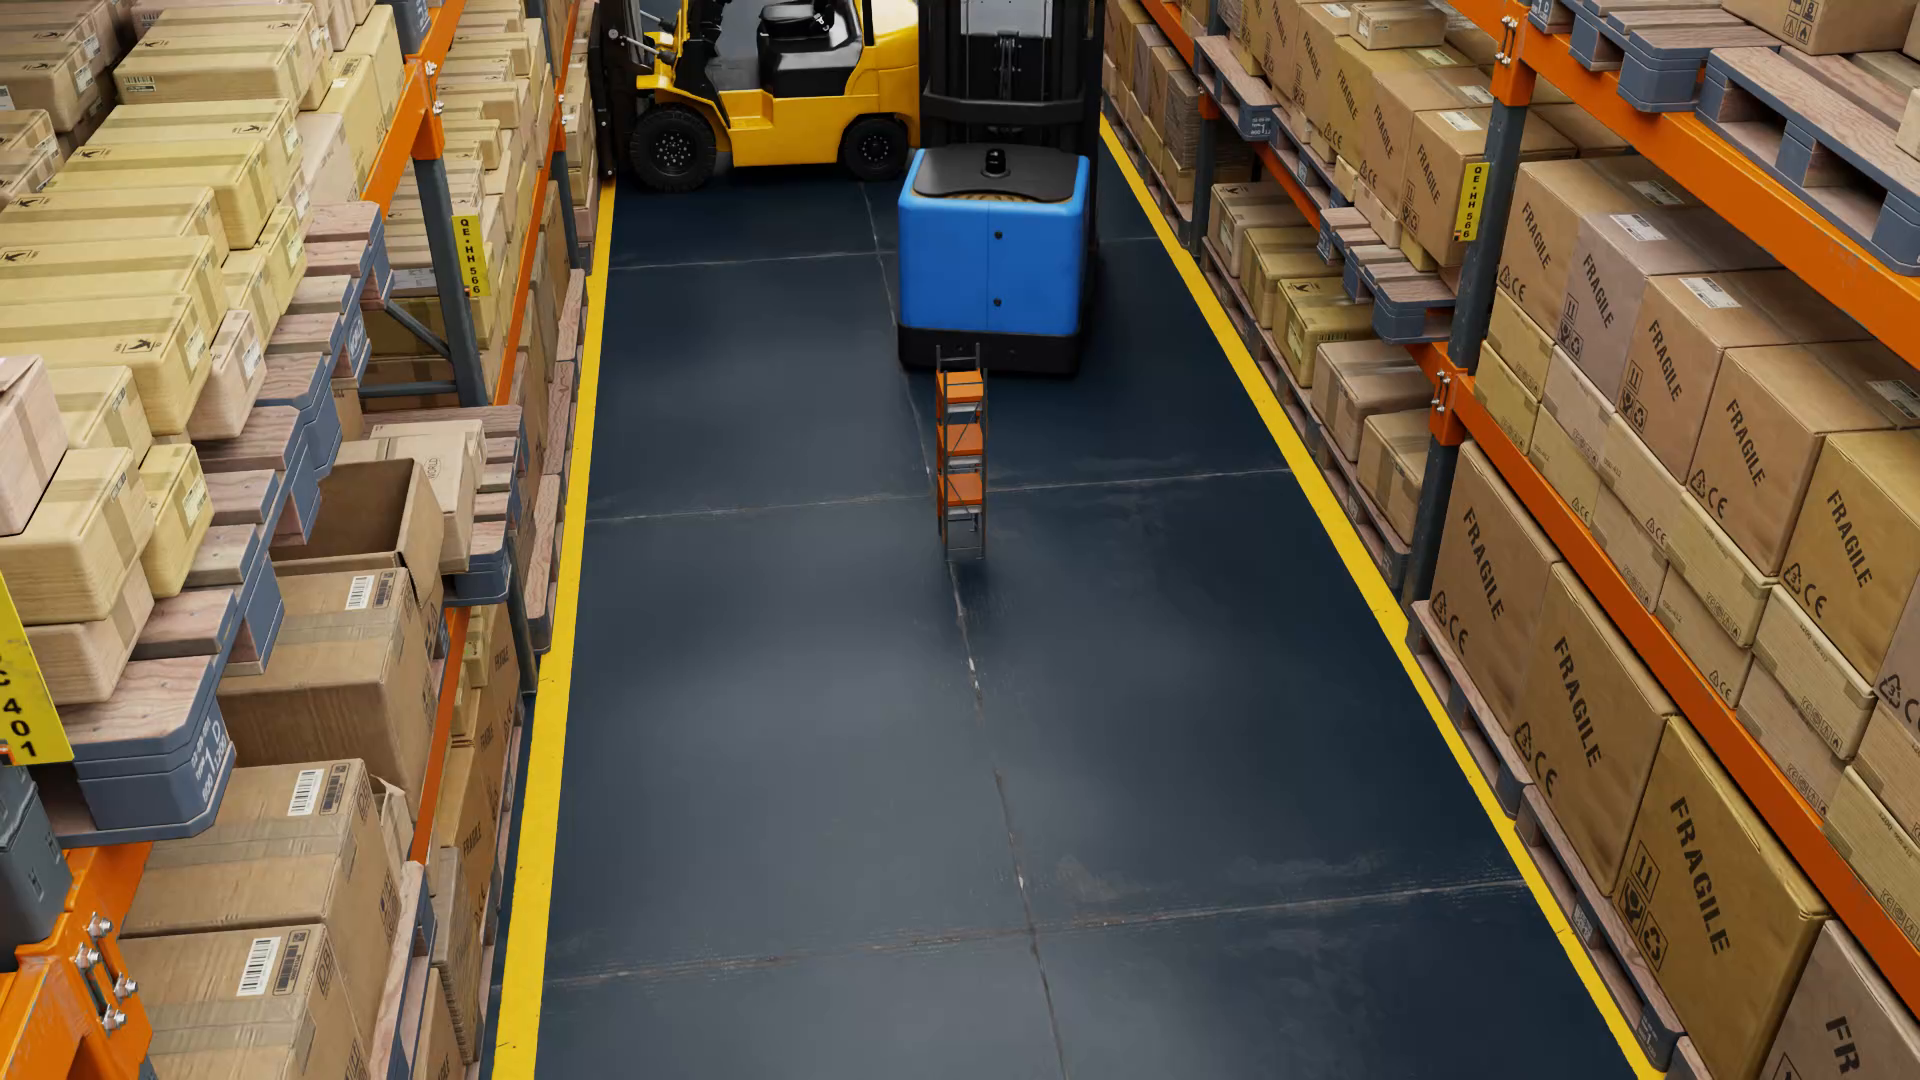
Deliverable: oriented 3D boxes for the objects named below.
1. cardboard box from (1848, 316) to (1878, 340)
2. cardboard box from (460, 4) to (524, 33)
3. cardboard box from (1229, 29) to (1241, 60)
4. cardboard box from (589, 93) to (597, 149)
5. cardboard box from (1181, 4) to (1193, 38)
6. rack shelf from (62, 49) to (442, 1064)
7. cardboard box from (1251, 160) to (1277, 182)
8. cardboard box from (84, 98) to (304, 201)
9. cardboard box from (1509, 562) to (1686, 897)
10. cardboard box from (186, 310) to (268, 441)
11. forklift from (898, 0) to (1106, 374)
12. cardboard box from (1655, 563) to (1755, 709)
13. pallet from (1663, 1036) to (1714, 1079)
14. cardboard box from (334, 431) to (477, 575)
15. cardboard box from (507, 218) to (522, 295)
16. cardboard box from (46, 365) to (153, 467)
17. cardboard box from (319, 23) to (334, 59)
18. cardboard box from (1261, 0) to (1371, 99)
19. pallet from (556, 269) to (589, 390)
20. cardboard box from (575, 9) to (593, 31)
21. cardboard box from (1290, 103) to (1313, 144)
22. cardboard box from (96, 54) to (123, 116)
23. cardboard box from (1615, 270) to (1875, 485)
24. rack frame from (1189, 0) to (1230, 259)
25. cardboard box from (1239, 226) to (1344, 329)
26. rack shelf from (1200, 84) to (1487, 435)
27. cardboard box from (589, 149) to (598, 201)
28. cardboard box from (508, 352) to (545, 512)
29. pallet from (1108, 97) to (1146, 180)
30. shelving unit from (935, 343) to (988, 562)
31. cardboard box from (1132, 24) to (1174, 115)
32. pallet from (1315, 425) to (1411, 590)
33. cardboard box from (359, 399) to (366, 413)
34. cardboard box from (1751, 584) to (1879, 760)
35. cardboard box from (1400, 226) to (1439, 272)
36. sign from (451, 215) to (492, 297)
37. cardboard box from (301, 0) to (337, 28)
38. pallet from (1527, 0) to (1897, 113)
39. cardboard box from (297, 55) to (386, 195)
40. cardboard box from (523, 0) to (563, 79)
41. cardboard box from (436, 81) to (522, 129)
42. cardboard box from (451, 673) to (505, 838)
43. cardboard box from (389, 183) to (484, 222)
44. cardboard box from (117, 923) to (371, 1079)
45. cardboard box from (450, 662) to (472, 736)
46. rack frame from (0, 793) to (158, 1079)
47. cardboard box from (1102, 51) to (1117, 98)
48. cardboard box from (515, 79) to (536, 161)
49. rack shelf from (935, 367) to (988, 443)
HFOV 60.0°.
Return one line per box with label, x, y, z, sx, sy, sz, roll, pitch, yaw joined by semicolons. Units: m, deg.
cardboard box;3.032;-0.560;5.432;0.500;0.500;0.500;-4;35;-6
cardboard box;-2.571;-2.785;9.008;0.380;0.149;0.250;-5;35;-7
cardboard box;1.789;-2.907;9.703;0.380;0.149;0.250;-4;34;-6
cardboard box;-2.775;-2.892;11.454;0.500;0.250;0.500;-5;35;-7
cardboard box;1.642;-3.361;10.742;0.380;0.149;0.250;-4;34;-5
rack shelf;-2.083;-0.386;4.128;1.077;0.370;4.000;-4;35;-6
cardboard box;2.216;-2.557;11.407;0.500;0.250;0.500;-6;35;-9
cardboard box;-1.685;-0.856;3.676;0.380;0.149;0.250;-4;34;-6
cardboard box;2.692;0.656;6.137;0.875;0.875;0.875;-4;34;-6
cardboard box;-1.541;-0.304;3.130;0.380;0.149;0.250;-4;34;-6
forklift;0.329;-2.979;10.018;1.130;2.935;3.031;4;34;6
cardboard box;2.604;0.270;5.324;0.500;0.250;0.500;-4;35;-6
pallet;2.925;2.022;5.096;1.003;0.211;1.213;-4;35;-6
cardboard box;-1.889;-0.107;5.504;0.500;0.250;0.500;-6;35;-9
cardboard box;-2.309;-1.332;7.674;0.500;0.250;0.500;-5;35;-8
cardboard box;-1.526;-0.145;2.632;0.380;0.149;0.250;-4;34;-6
cardboard box;-2.040;-1.428;4.797;0.380;0.149;0.250;-4;34;-5
cardboard box;1.928;-2.668;8.776;0.500;0.500;0.500;-5;35;-7
pallet;-2.752;-1.232;9.870;1.003;0.211;1.213;-4;35;-6
cardboard box;-2.905;-3.676;12.161;0.500;0.250;0.500;-4;34;-6
cardboard box;1.937;-2.178;8.633;0.380;0.149;0.250;-3;34;-5
cardboard box;-2.510;-1.250;4.536;0.380;0.149;0.250;-5;35;-7
cardboard box;2.521;-0.533;5.392;0.500;0.500;0.500;-3;34;-5
rack frame;2.028;-3.170;10.238;1.000;3.000;0.127;-4;35;-6
cardboard box;2.201;-1.564;9.842;0.950;0.372;0.625;-2;34;-3
rack shelf;2.297;-1.757;8.803;1.077;0.370;4.000;-4;35;-6
cardboard box;-2.711;-2.407;11.187;0.500;0.250;0.500;-5;35;-7
cardboard box;-2.518;-0.465;8.005;0.875;0.625;0.625;-3;34;-5
pallet;1.735;-3.072;12.571;1.003;0.211;1.213;-4;35;-6
shelving unit;0.007;-0.404;7.911;0.215;1.050;0.252;-4;35;-6
cardboard box;1.543;-3.395;11.972;0.500;0.500;0.500;-3;34;-4
pallet;2.462;-0.222;8.388;1.003;0.211;1.213;-4;35;-6
cardboard box;-2.666;-0.729;6.790;0.500;0.250;0.500;-5;35;-7
cardboard box;2.654;0.355;4.755;0.500;0.250;0.500;-4;34;-5
cardboard box;2.181;-1.317;7.369;0.380;0.149;0.250;-4;34;-6
sign;-1.816;-1.052;6.172;0.100;0.325;0.005;-4;35;-6
cardboard box;-1.996;-1.557;4.722;0.380;0.149;0.250;-5;35;-8
pallet;2.705;-1.744;5.650;1.213;0.211;1.003;-3;34;-4
cardboard box;-1.974;-1.189;4.801;0.500;0.250;0.500;-4;35;-6
cardboard box;-2.691;-3.101;10.048;0.500;0.500;0.500;-5;35;-8
cardboard box;-2.310;-2.075;7.966;0.380;0.149;0.250;-5;35;-8
cardboard box;-2.025;0.799;6.260;0.500;0.500;0.500;-5;35;-7
cardboard box;-2.200;-1.360;6.917;0.380;0.149;0.250;-3;34;-5
cardboard box;-1.658;1.170;3.407;0.700;0.500;0.500;-4;34;-5
cardboard box;-1.976;0.588;5.994;0.380;0.149;0.250;-5;35;-8
rack frame;-1.814;1.672;3.133;1.000;3.000;0.127;-4;35;-6
cardboard box;1.386;-3.683;13.060;0.500;0.250;0.500;-3;34;-5
cardboard box;-2.431;-2.110;8.372;0.500;0.250;0.500;-4;34;-5
rack shelf;0.007;-0.630;7.757;0.215;0.259;0.240;-4;35;-6
